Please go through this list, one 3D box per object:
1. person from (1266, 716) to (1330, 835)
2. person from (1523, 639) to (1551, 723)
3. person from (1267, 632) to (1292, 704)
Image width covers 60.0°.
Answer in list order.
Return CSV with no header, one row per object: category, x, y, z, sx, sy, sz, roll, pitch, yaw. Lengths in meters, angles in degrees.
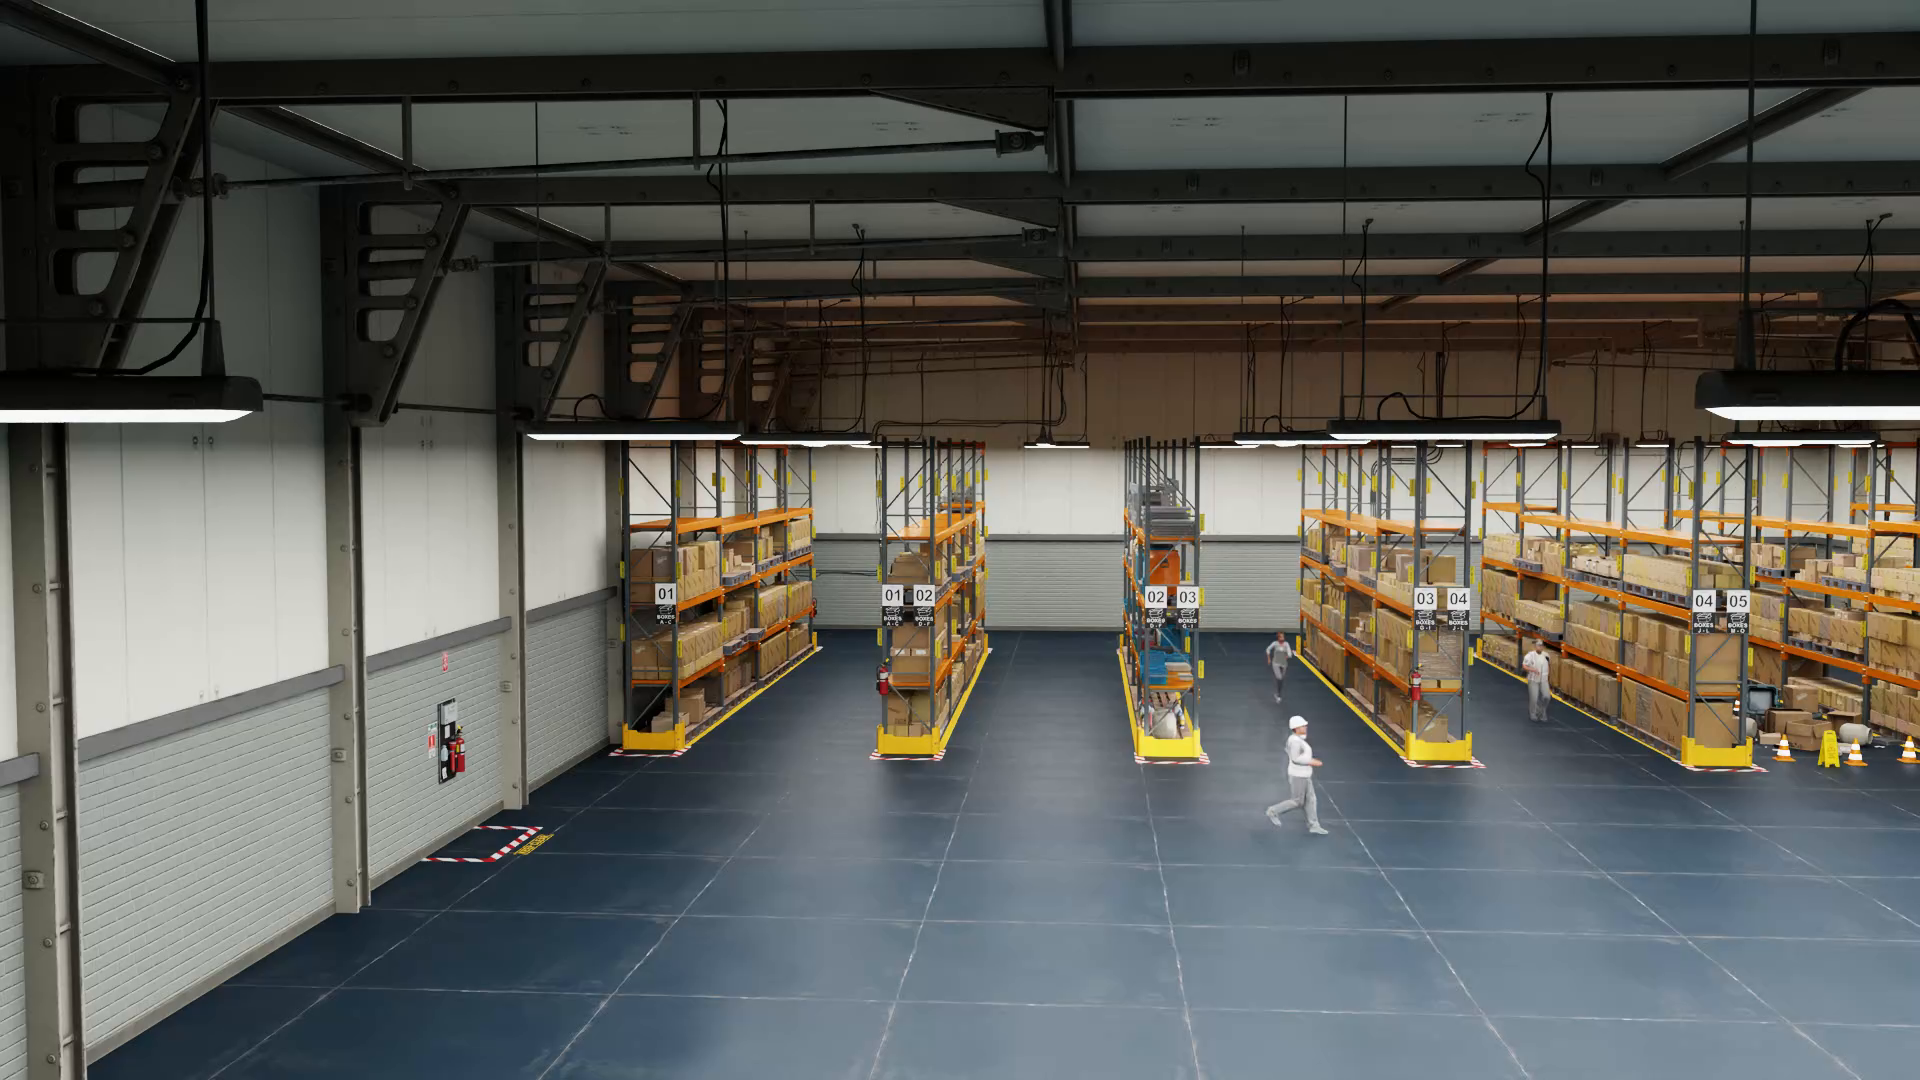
person,5.042,3.505,24.784,0.935,1.770,0.661,1,3,18
person,12.207,2.976,35.103,0.649,1.800,0.711,0,3,1
person,7.277,2.897,37.848,0.499,1.637,0.784,0,3,-8
